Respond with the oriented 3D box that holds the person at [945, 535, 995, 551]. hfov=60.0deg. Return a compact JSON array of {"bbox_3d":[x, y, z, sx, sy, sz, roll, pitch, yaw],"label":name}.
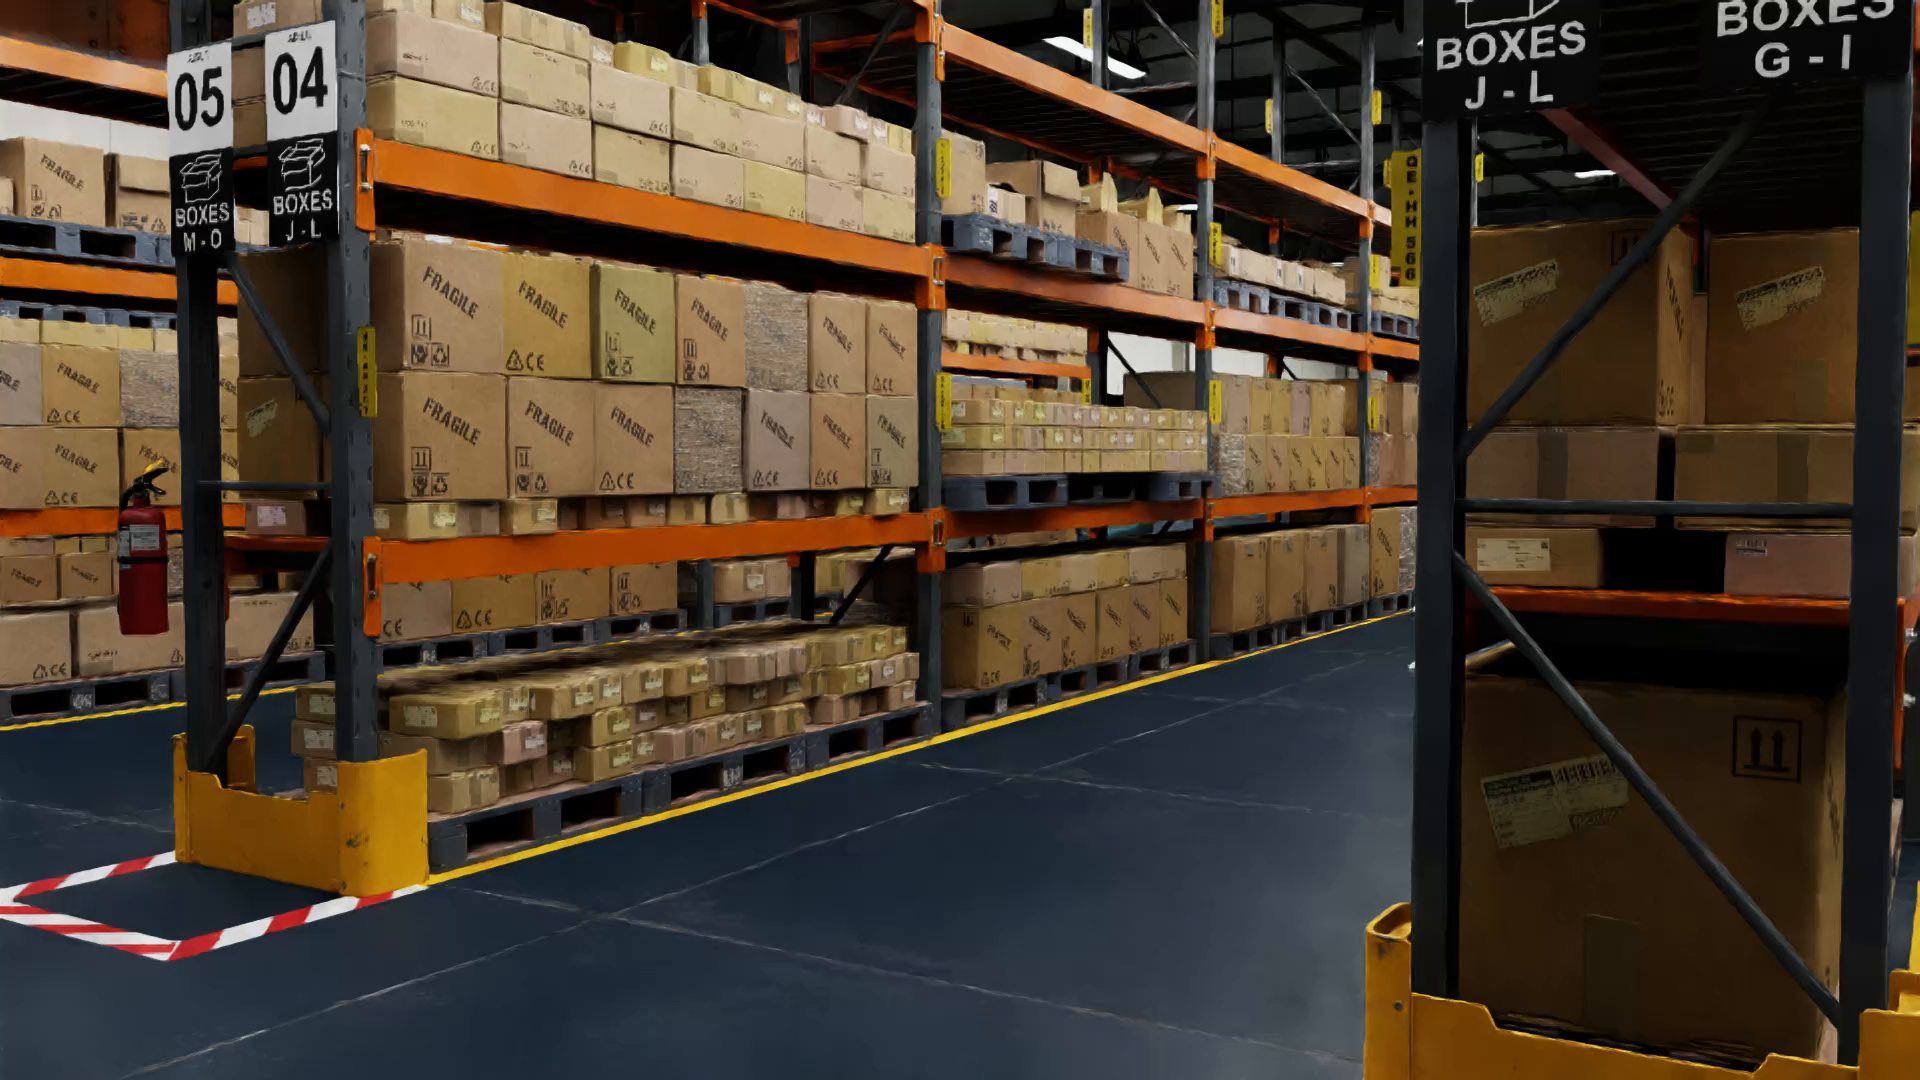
[{"bbox_3d":[0.166,-0.076,16.657,0.611,1.668,0.565,-2,3,-31],"label":"person"}]
